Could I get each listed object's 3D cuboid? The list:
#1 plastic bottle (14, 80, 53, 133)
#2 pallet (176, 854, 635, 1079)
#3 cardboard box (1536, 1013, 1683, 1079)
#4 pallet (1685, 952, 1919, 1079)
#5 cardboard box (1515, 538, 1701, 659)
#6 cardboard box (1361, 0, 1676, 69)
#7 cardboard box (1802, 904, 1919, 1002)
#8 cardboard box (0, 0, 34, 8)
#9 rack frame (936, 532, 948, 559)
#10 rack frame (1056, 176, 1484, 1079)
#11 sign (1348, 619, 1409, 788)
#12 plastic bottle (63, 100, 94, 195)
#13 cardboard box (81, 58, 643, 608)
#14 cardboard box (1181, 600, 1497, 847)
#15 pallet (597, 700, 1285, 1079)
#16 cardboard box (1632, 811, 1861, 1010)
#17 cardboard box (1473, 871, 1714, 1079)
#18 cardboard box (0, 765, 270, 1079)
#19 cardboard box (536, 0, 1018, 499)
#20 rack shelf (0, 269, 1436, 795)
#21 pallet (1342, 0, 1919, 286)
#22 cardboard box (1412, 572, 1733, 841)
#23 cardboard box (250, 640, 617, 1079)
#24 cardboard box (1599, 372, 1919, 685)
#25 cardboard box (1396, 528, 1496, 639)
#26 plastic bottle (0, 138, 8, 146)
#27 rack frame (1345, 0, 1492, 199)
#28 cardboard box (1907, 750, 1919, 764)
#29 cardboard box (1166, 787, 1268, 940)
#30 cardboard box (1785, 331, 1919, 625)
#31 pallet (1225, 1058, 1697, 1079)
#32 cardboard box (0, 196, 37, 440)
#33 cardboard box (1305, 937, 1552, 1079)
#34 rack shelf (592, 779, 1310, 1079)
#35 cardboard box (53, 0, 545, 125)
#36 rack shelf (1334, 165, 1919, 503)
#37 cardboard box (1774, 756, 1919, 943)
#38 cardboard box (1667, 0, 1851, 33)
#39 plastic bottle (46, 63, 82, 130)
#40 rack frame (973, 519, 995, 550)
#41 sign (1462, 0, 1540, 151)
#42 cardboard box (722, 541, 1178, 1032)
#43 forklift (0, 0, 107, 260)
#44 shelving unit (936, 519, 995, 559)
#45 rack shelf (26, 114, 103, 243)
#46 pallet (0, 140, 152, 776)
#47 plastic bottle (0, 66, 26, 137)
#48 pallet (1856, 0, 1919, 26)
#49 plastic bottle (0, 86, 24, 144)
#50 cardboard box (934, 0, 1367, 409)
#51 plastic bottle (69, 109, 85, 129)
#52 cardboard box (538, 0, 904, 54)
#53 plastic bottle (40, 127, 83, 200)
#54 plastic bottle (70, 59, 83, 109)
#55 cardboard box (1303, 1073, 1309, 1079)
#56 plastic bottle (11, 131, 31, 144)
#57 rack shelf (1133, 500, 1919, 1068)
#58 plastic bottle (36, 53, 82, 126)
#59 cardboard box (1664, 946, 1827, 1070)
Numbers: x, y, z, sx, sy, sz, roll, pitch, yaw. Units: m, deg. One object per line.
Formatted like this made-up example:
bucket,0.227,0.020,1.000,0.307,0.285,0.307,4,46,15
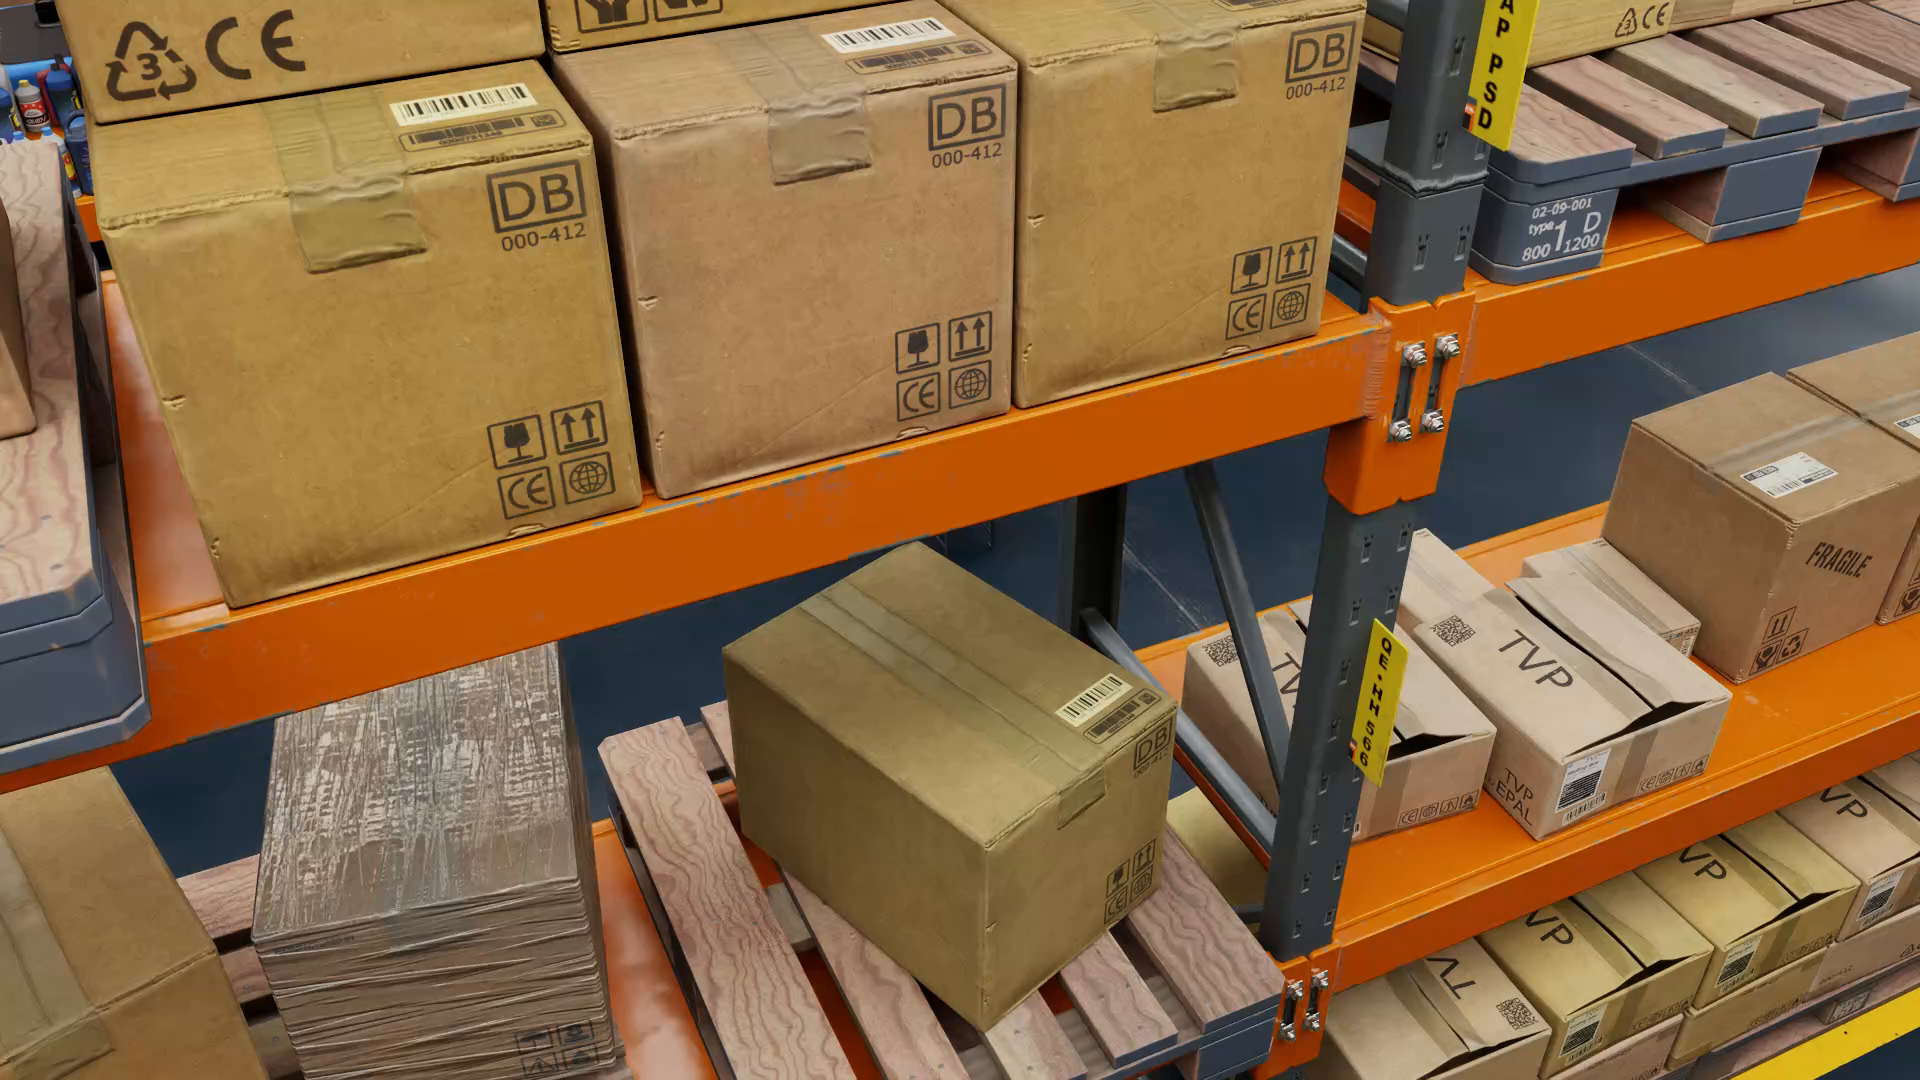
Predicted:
plastic bottle,-3.795,-1.778,6.796,0.097,0.201,0.097,0,37,0
pallet,-1.263,1.005,3.039,1.213,0.211,1.003,-16,39,-20
cardboard box,1.549,1.267,4.480,0.500,0.250,0.500,-17,40,-21
pallet,2.360,1.059,5.145,1.213,0.211,1.003,-16,39,-20
cardboard box,1.626,0.181,4.199,0.250,0.149,0.380,-13,38,-17
cardboard box,0.882,-1.026,2.870,0.500,0.250,0.500,-19,40,-23
cardboard box,2.482,1.002,4.836,0.500,0.250,0.500,-15,39,-19
cardboard box,-5.952,-3.613,10.534,0.875,0.875,1.225,-17,40,-21
rack frame,-0.099,-0.334,6.444,0.006,0.900,0.240,-16,39,-20
rack frame,0.496,0.433,3.649,0.127,3.000,1.000,-16,39,-20
sign,0.735,0.290,2.936,0.005,0.325,0.100,-16,39,-20
plastic bottle,-3.275,-1.499,6.295,0.185,0.351,0.144,-16,39,-20
cardboard box,-0.817,-0.423,2.200,0.500,0.500,0.910,-16,39,-20
cardboard box,0.844,0.400,3.767,0.500,0.311,0.500,-13,39,-17
pallet,-0.088,0.719,3.423,1.003,0.211,1.213,-16,39,-20
cardboard box,2.029,0.904,4.498,0.500,0.311,0.500,-17,40,-21
cardboard box,1.567,1.032,4.326,0.500,0.311,0.500,-17,40,-21
cardboard box,-1.552,0.756,2.776,0.500,0.500,0.700,-26,44,-31
cardboard box,-0.347,-0.554,2.378,0.500,0.500,0.910,-16,39,-20
rack shelf,-1.315,0.023,2.287,4.000,0.370,1.077,-16,39,-20
pallet,1.072,-0.916,3.108,1.003,0.211,1.213,-14,39,-18
cardboard box,1.388,0.347,3.839,0.500,0.311,0.500,-16,39,-20
cardboard box,-0.936,0.573,3.023,0.500,0.500,0.700,-9,37,-11
cardboard box,2.008,-0.041,4.203,0.500,0.500,0.500,-18,40,-22
cardboard box,1.192,0.157,4.231,0.250,0.149,0.380,-16,39,-20
plastic bottle,-3.597,-1.382,6.199,0.135,0.276,0.152,-16,39,-20
rack frame,0.496,-1.977,1.861,0.127,3.000,1.000,-16,39,-20
cardboard box,2.951,0.648,4.843,0.500,0.311,0.500,-16,39,-20
cardboard box,0.865,0.878,4.533,0.500,0.311,0.500,-15,39,-19
cardboard box,2.484,-0.174,4.383,0.500,0.500,0.500,-16,39,-20
pallet,1.257,1.365,4.732,1.213,0.211,1.003,-16,39,-20
cardboard box,-1.432,-0.435,1.781,0.600,0.600,0.600,-17,40,-22
cardboard box,1.095,1.169,4.141,0.500,0.311,0.500,-14,39,-18
rack shelf,-1.315,1.228,3.180,4.000,0.370,1.077,-16,39,-20
cardboard box,-0.825,-0.848,1.935,0.500,0.500,0.500,-16,39,-20
rack shelf,2.306,-0.989,3.652,4.000,0.370,1.077,-16,39,-20
cardboard box,2.494,0.773,4.674,0.500,0.311,0.500,-16,39,-21
cardboard box,1.349,-1.168,3.062,0.500,0.250,0.500,-15,39,-19
plastic bottle,-3.648,-1.807,6.777,0.097,0.271,0.097,0,37,0
rack frame,0.085,-0.385,6.514,0.006,0.900,0.240,-16,39,-20
sign,0.724,-0.686,2.206,0.005,0.325,0.100,-16,39,-20
cardboard box,-0.027,0.444,3.197,0.500,0.500,0.700,-30,46,-34
forklift,-3.592,-3.196,8.598,3.031,2.935,1.130,-16,39,-20
shelving unit,-0.007,-0.359,6.479,0.210,0.900,0.258,-16,39,-20
rack shelf,-3.416,-1.444,6.783,4.000,0.370,1.077,-16,39,-20
pallet,-1.568,-0.075,1.974,1.003,0.211,1.213,-16,39,-20
plastic bottle,-3.888,-1.764,6.715,0.135,0.276,0.152,-16,39,-20
pallet,2.083,-1.201,3.492,1.213,0.211,1.003,-14,39,-18
plastic bottle,-3.818,-1.700,6.632,0.097,0.271,0.097,0,37,0
cardboard box,0.115,-0.683,2.552,0.500,0.500,0.910,-16,39,-20
plastic bottle,-3.366,-1.522,6.392,0.097,0.271,0.097,0,37,0
cardboard box,-0.364,-0.978,2.109,0.500,0.500,0.500,-16,39,-20
plastic bottle,-3.393,-1.419,6.254,0.097,0.271,0.097,0,37,0
plastic bottle,-3.536,-1.895,6.828,0.185,0.351,0.144,-16,39,-20
cardboard box,1.095,1.394,4.308,0.500,0.250,0.500,-16,39,-20
plastic bottle,-3.481,-1.395,6.220,0.097,0.271,0.097,0,37,0
rack shelf,2.306,0.216,4.545,4.000,0.370,1.077,-16,39,-20
plastic bottle,-3.698,-1.850,6.824,0.133,0.283,0.061,-16,39,-20
cardboard box,2.017,1.132,4.662,0.500,0.250,0.500,-17,40,-21
